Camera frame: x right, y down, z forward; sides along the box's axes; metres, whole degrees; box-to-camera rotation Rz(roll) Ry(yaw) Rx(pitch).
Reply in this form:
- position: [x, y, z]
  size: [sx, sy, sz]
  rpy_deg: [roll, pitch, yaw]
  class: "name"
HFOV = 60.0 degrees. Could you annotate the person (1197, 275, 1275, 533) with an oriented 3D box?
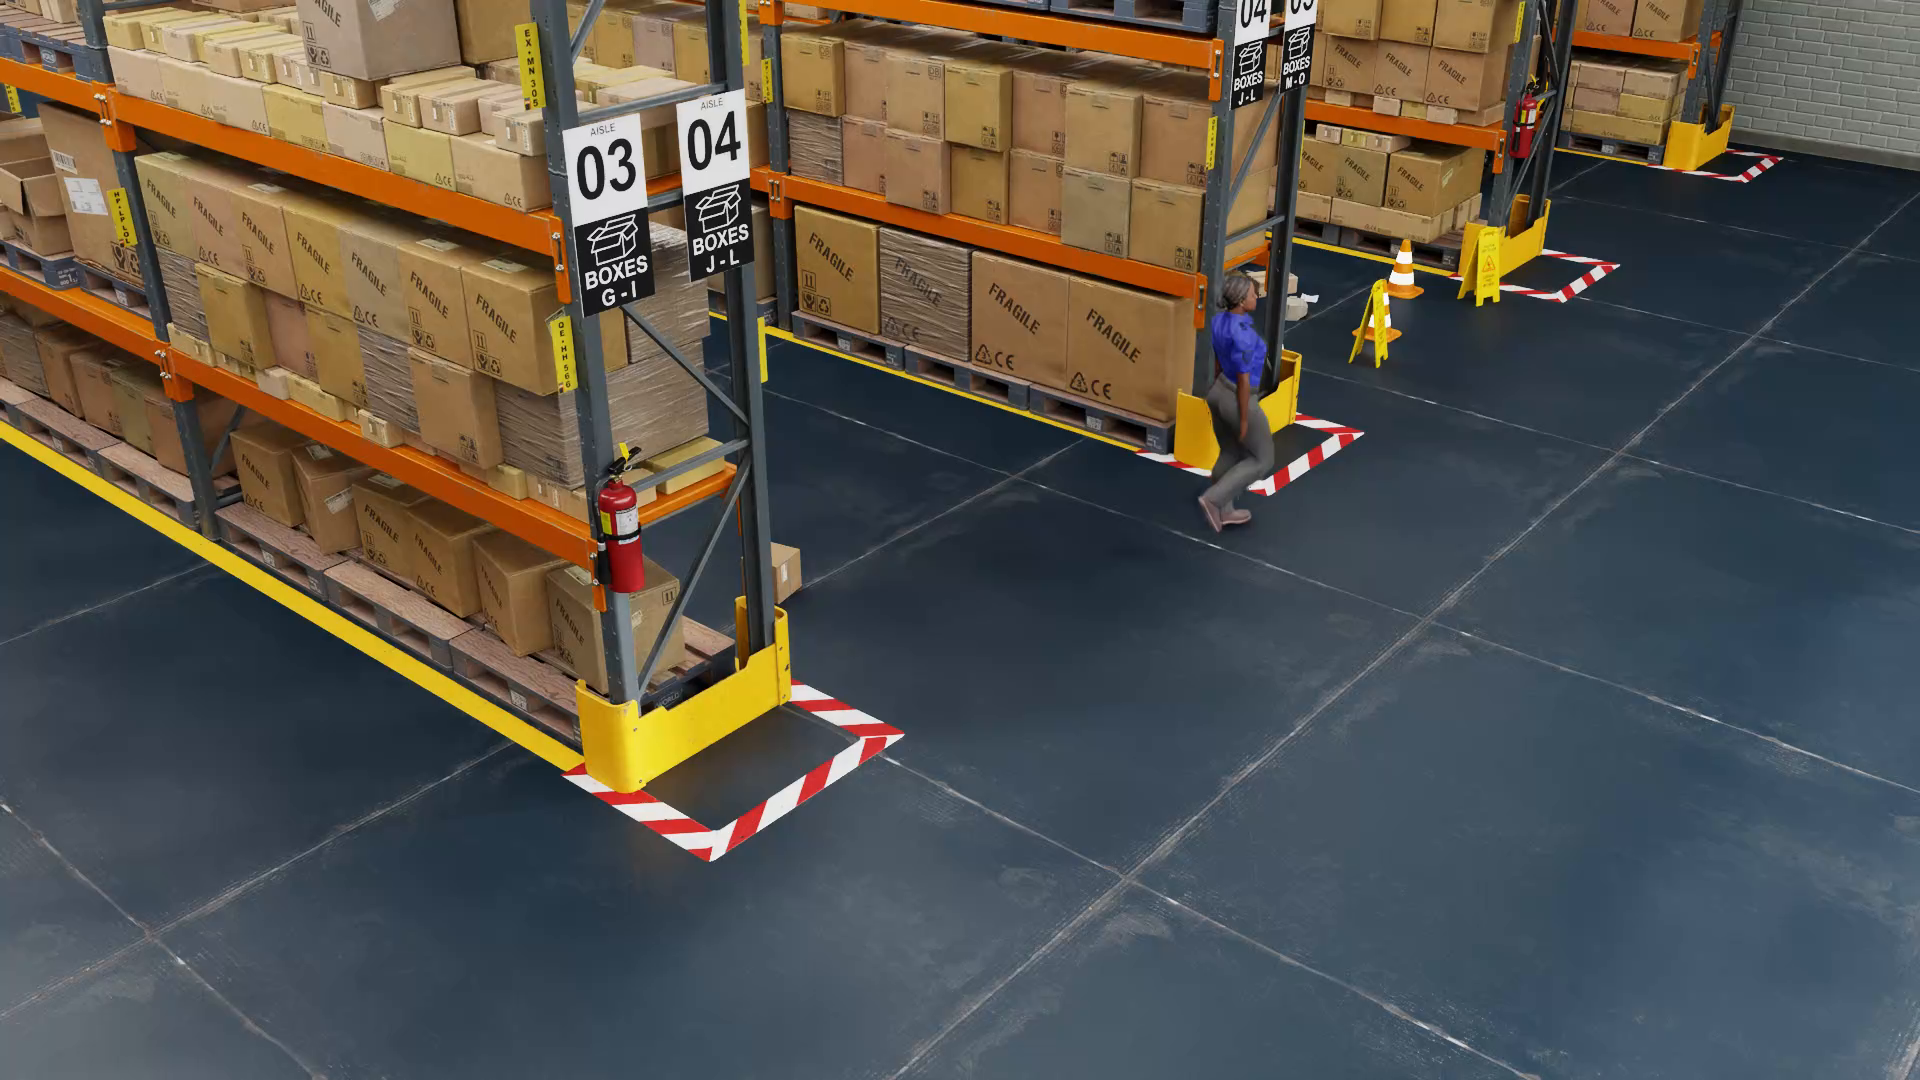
- position: [1.665, -0.822, 10.154]
  size: [0.475, 1.644, 0.453]
  rpy_deg: [-9, 29, -17]
  class: "person"
